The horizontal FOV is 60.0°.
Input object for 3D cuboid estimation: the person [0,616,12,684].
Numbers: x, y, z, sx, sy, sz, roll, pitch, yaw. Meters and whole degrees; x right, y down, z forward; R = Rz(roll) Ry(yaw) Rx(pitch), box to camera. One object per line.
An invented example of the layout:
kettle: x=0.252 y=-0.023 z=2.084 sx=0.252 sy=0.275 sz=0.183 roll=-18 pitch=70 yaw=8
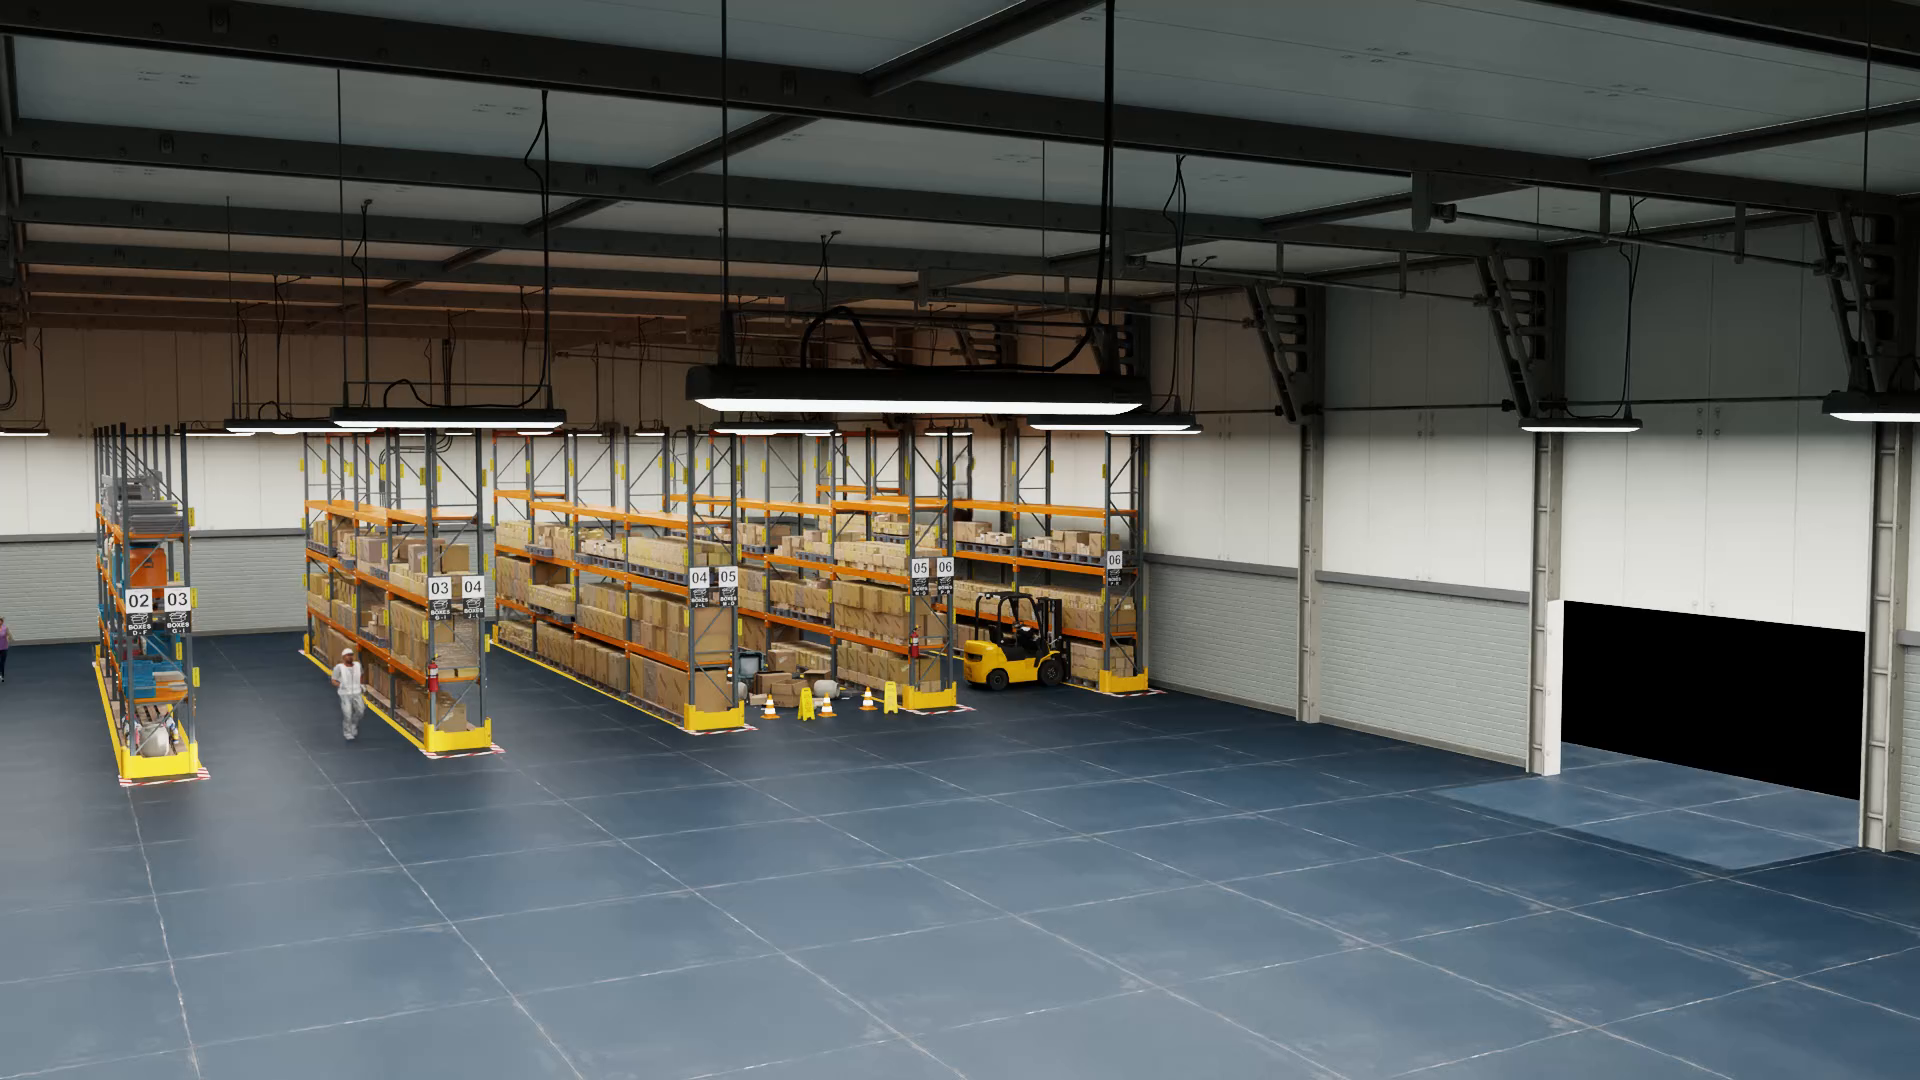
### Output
person: x=-22.499 y=2.580 z=38.954 sx=0.535 sy=1.621 sz=0.741 roll=-3 pitch=4 yaw=-38

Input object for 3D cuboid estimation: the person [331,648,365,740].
person: x=-11.581 y=2.931 z=31.621 sx=0.672 sy=1.736 sz=0.598 roll=-3 pitch=4 yaw=-39

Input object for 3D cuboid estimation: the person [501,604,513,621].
person: x=-13.246 y=1.942 z=48.652 sx=0.569 sy=1.696 sz=0.851 roll=1 pitch=4 yaw=20
